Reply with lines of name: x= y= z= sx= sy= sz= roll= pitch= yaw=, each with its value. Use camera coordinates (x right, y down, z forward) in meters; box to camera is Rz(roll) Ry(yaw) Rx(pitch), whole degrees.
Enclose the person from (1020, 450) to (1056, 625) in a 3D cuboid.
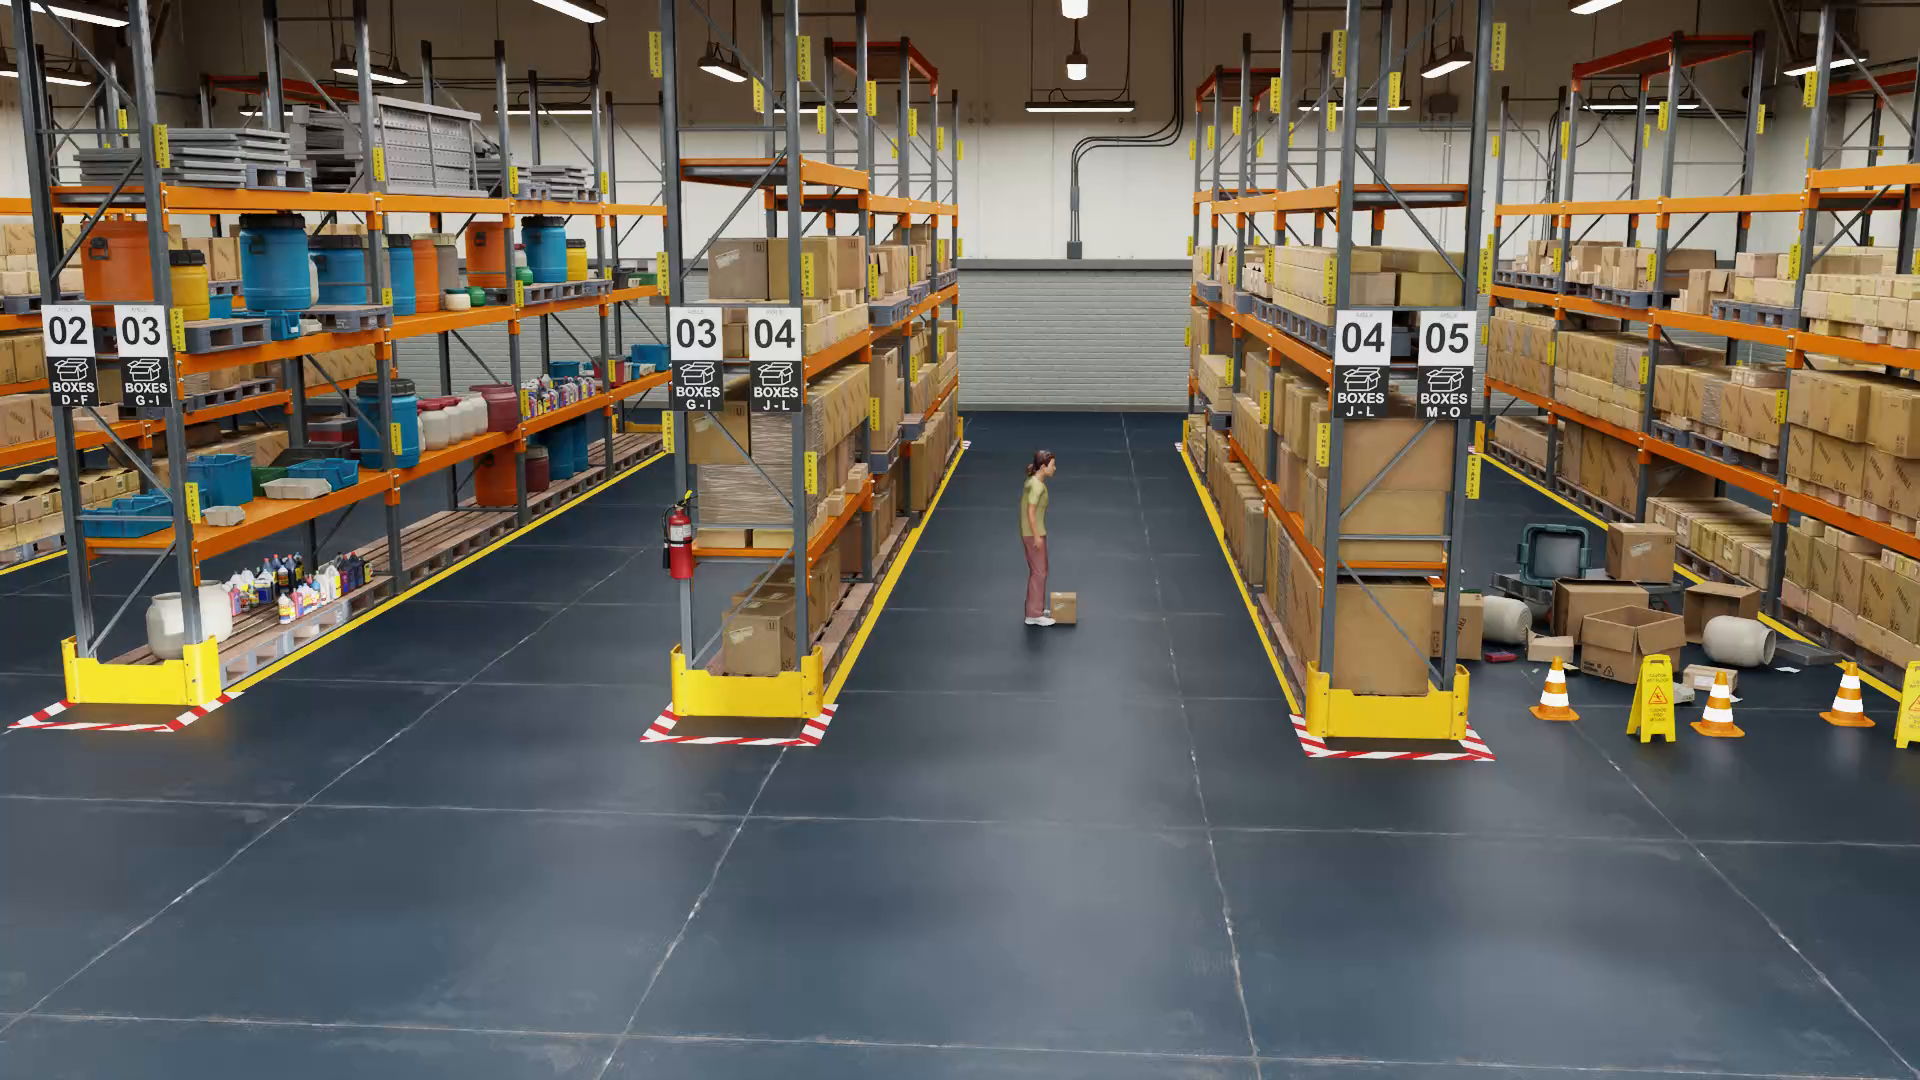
person: x=0.757 y=-0.036 z=16.123 sx=0.361 sy=1.672 sz=0.496 roll=1 pitch=11 yaw=3
